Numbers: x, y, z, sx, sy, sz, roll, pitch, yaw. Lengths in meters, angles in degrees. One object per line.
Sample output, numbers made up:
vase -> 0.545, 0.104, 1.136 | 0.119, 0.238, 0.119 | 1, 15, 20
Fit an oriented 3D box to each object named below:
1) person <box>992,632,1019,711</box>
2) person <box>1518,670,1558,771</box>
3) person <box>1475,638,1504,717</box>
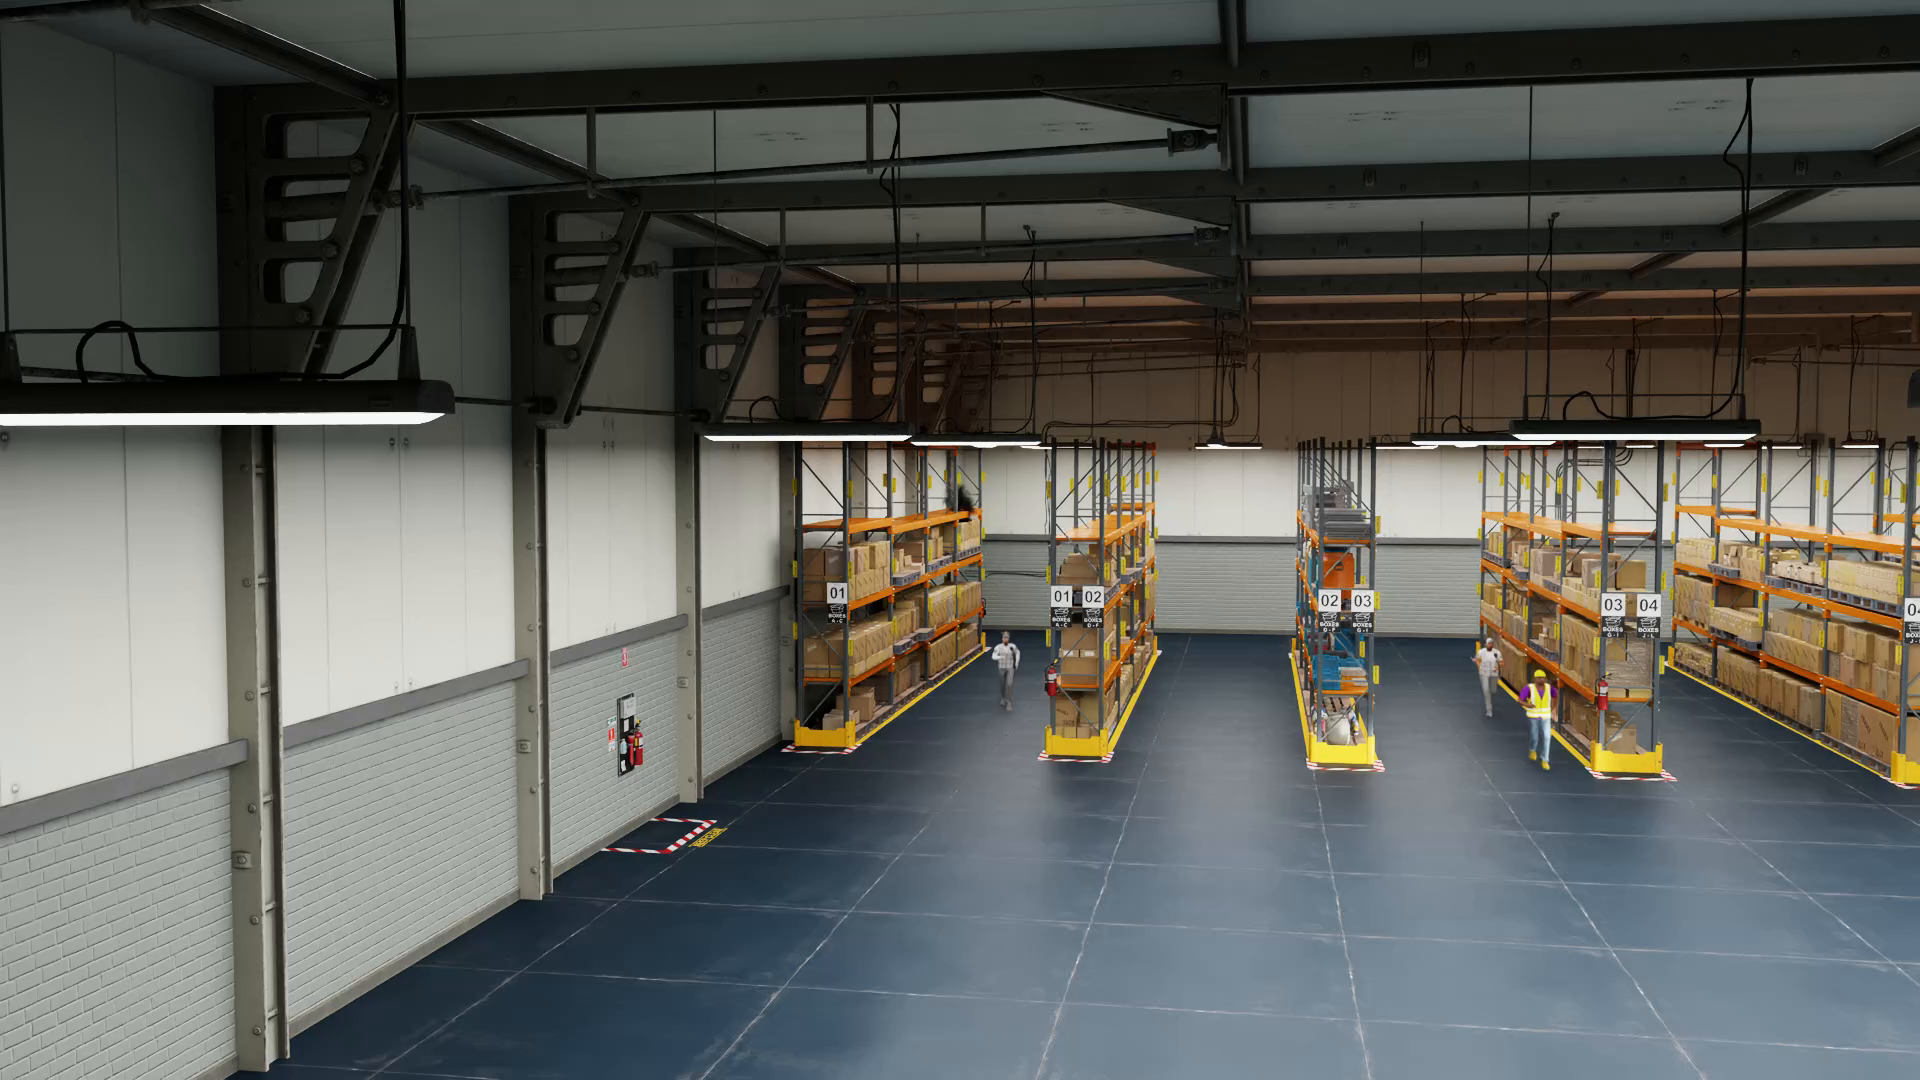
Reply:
person -> 1.021, 2.902, 37.128 | 0.612, 1.748, 0.805 | 0, 3, 2
person -> 10.542, 3.242, 30.313 | 0.731, 1.779, 0.942 | 0, 3, 9
person -> 11.626, 2.992, 36.494 | 0.577, 1.660, 1.084 | 0, 3, 4
